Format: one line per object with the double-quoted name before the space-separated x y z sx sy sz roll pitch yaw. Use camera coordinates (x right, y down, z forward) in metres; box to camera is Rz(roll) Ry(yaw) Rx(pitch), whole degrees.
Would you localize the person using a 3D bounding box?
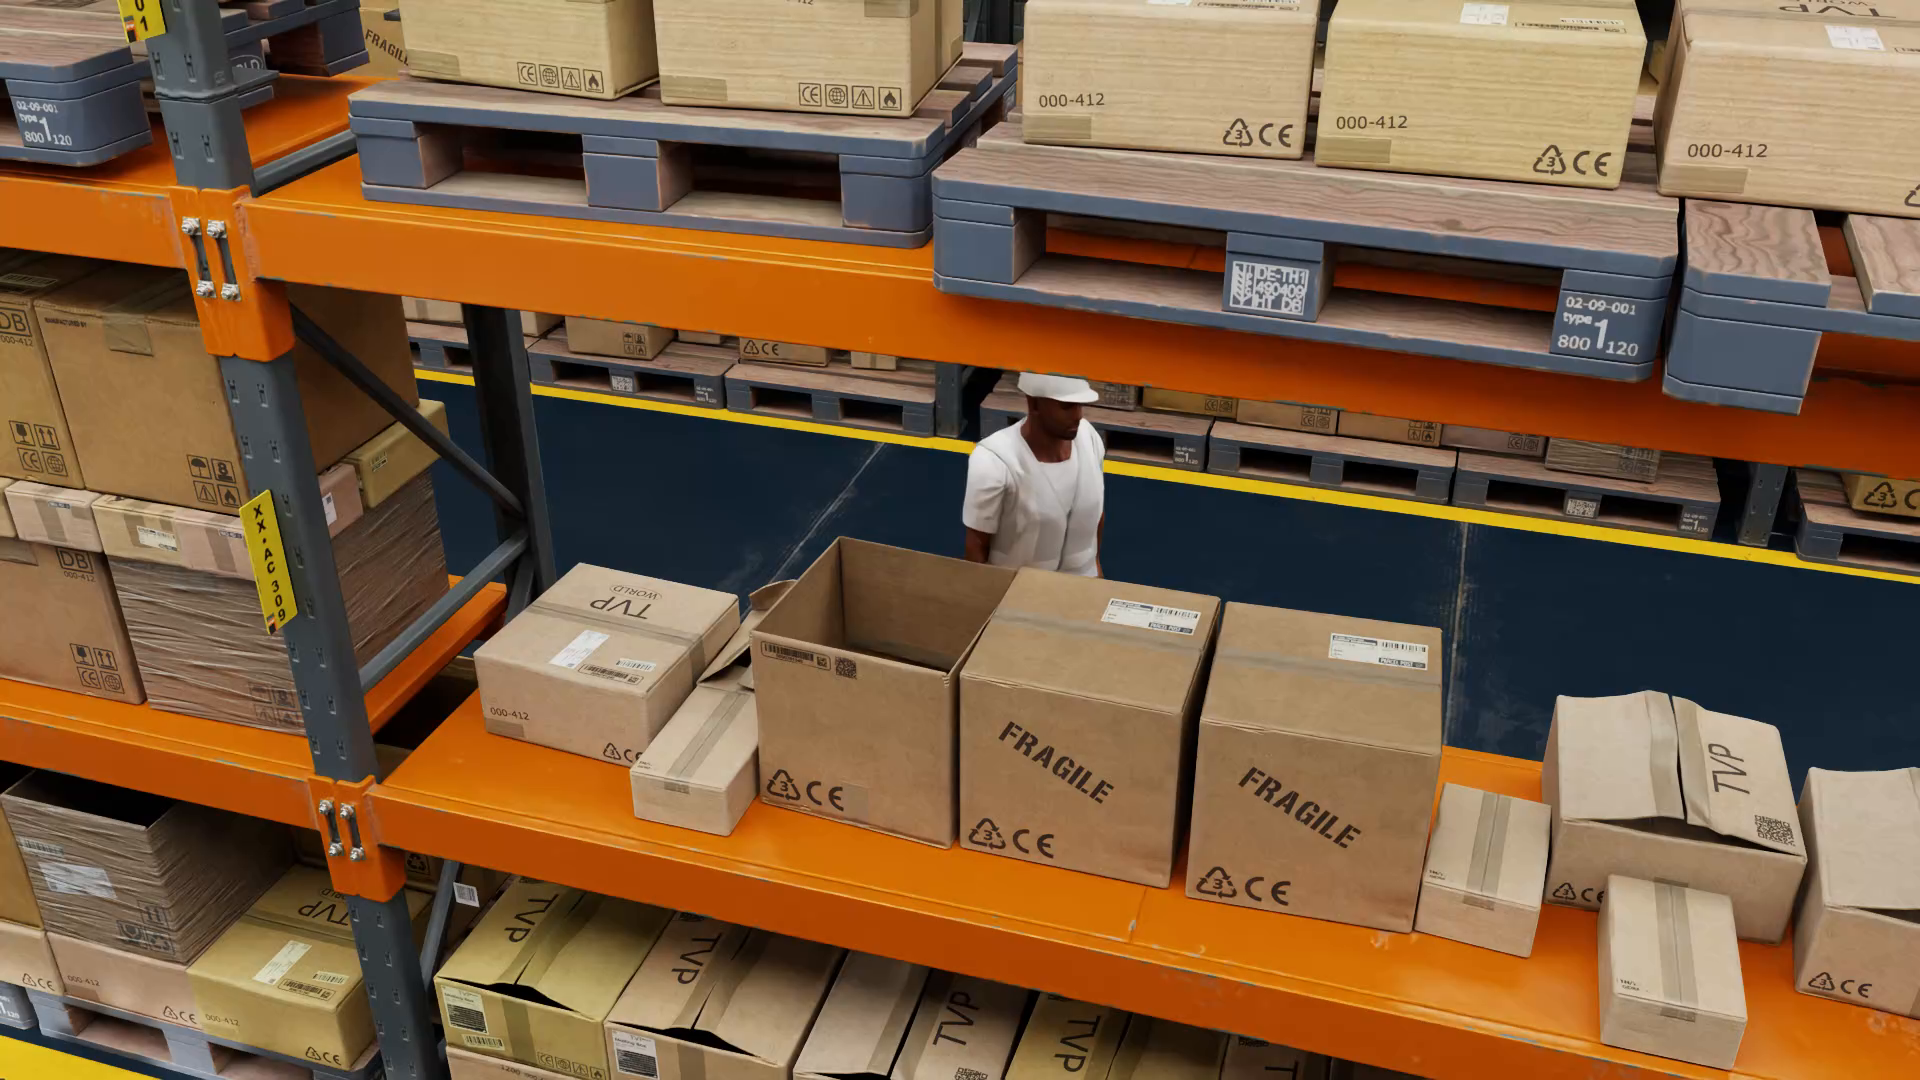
"person" 0.309 0.193 5.738 0.601 1.757 0.626 -12 31 -21
